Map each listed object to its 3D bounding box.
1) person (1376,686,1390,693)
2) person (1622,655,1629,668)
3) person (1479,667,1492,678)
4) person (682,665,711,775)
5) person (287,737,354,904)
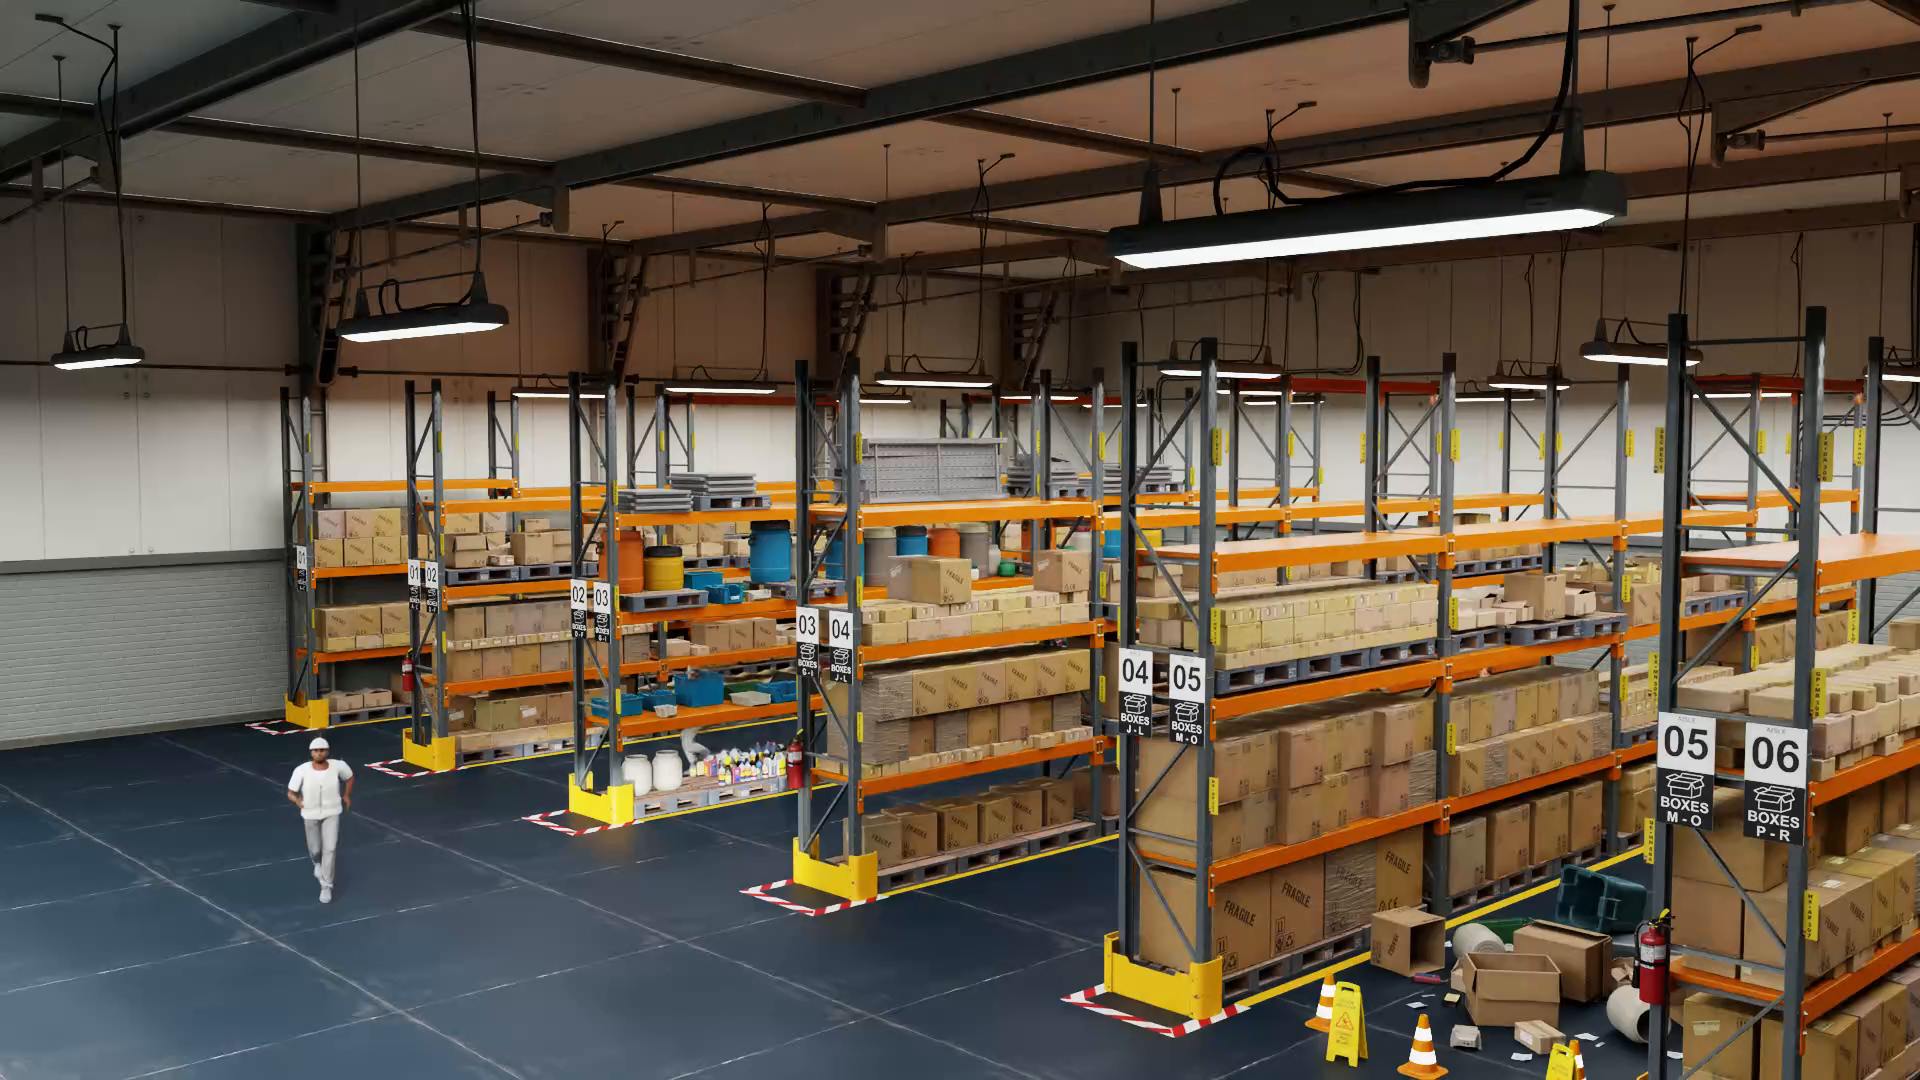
[{"bbox_3d":[5.910,2.848,23.197,0.668,1.699,0.737,3,5,39],"label":"person"},{"bbox_3d":[10.070,2.628,25.303,0.690,1.797,1.032,3,5,43],"label":"person"},{"bbox_3d":[7.917,2.732,25.101,0.579,1.674,0.924,3,5,42],"label":"person"},{"bbox_3d":[-4.049,2.728,25.294,0.488,1.667,0.619,-3,5,-40],"label":"person"},{"bbox_3d":[-7.156,3.090,18.636,0.700,1.772,0.963,-1,4,-19],"label":"person"}]
